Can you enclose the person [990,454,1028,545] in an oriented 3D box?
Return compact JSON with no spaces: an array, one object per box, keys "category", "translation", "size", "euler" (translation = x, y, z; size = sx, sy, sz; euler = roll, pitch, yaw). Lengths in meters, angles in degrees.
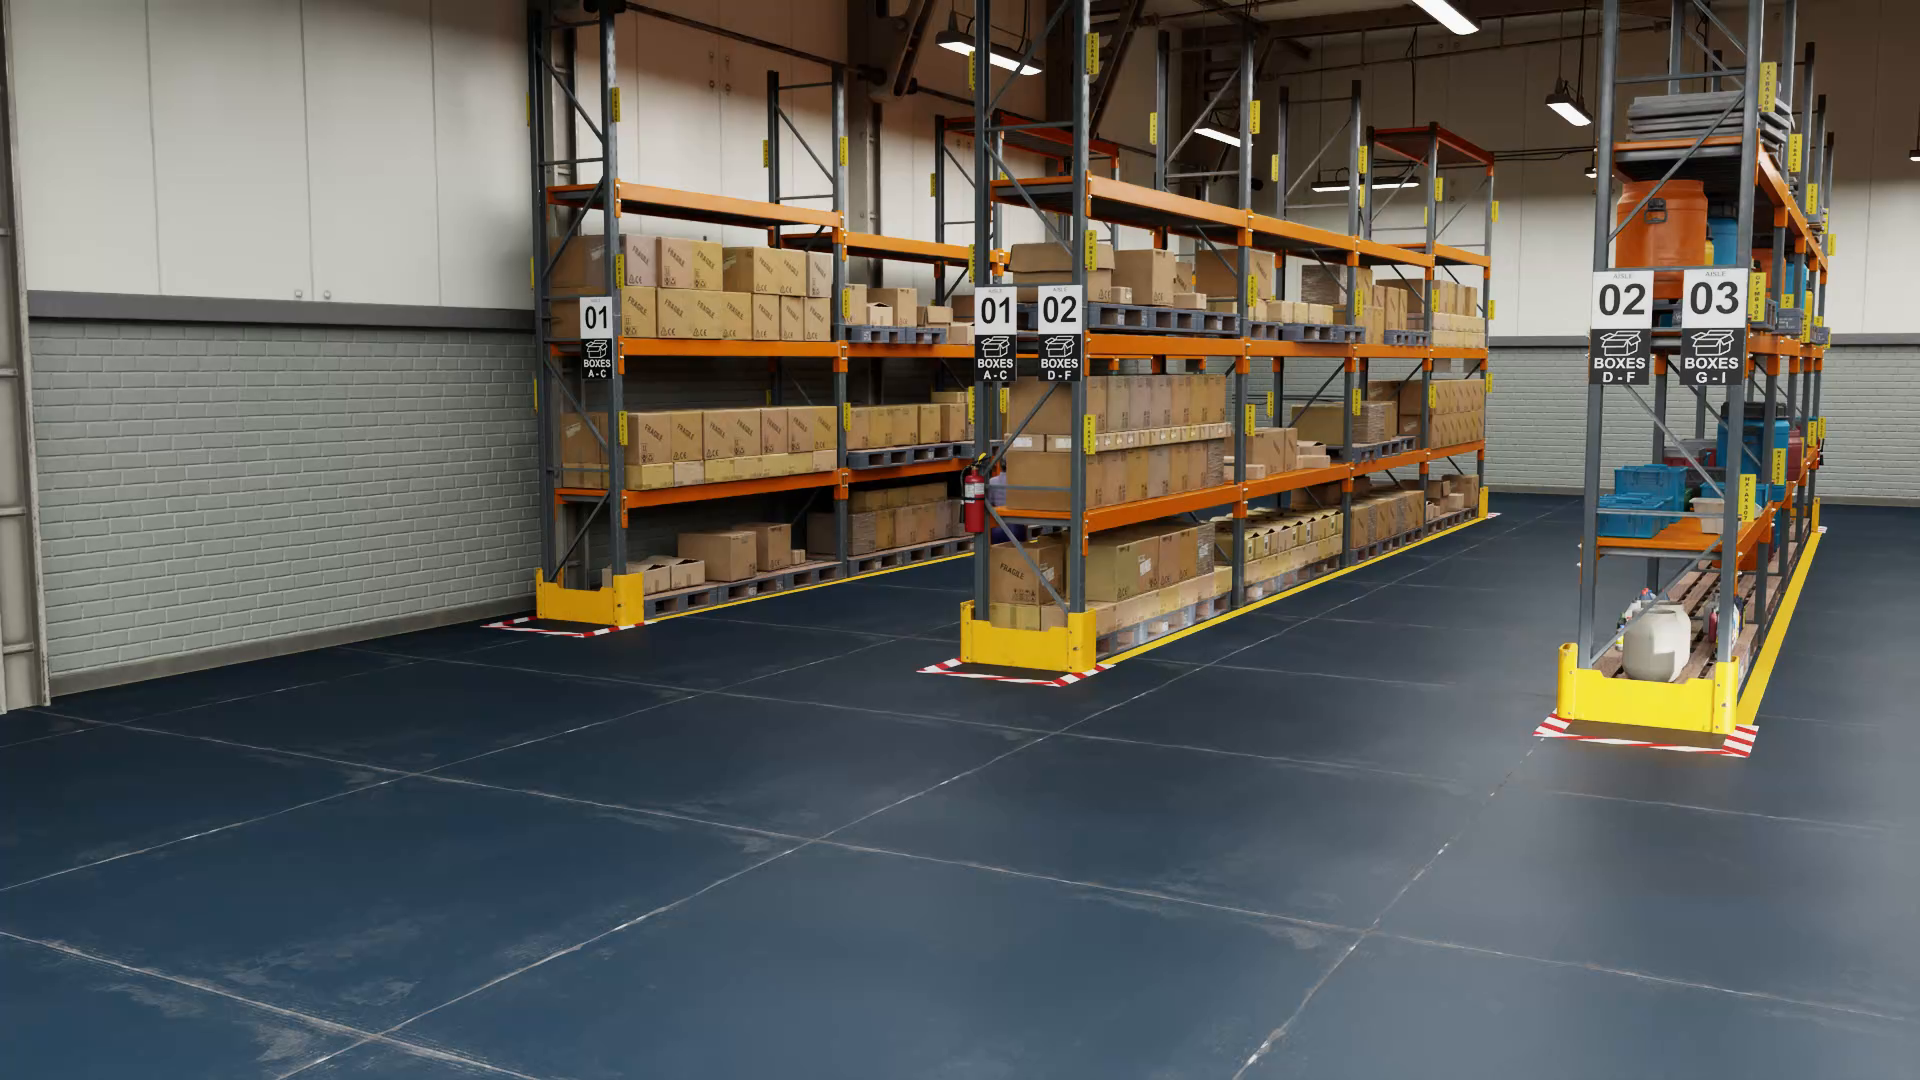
[{"category":"person","translation":[0.488,-0.078,17.238],"size":[0.472,1.643,0.341],"euler":[4,7,30]}]
